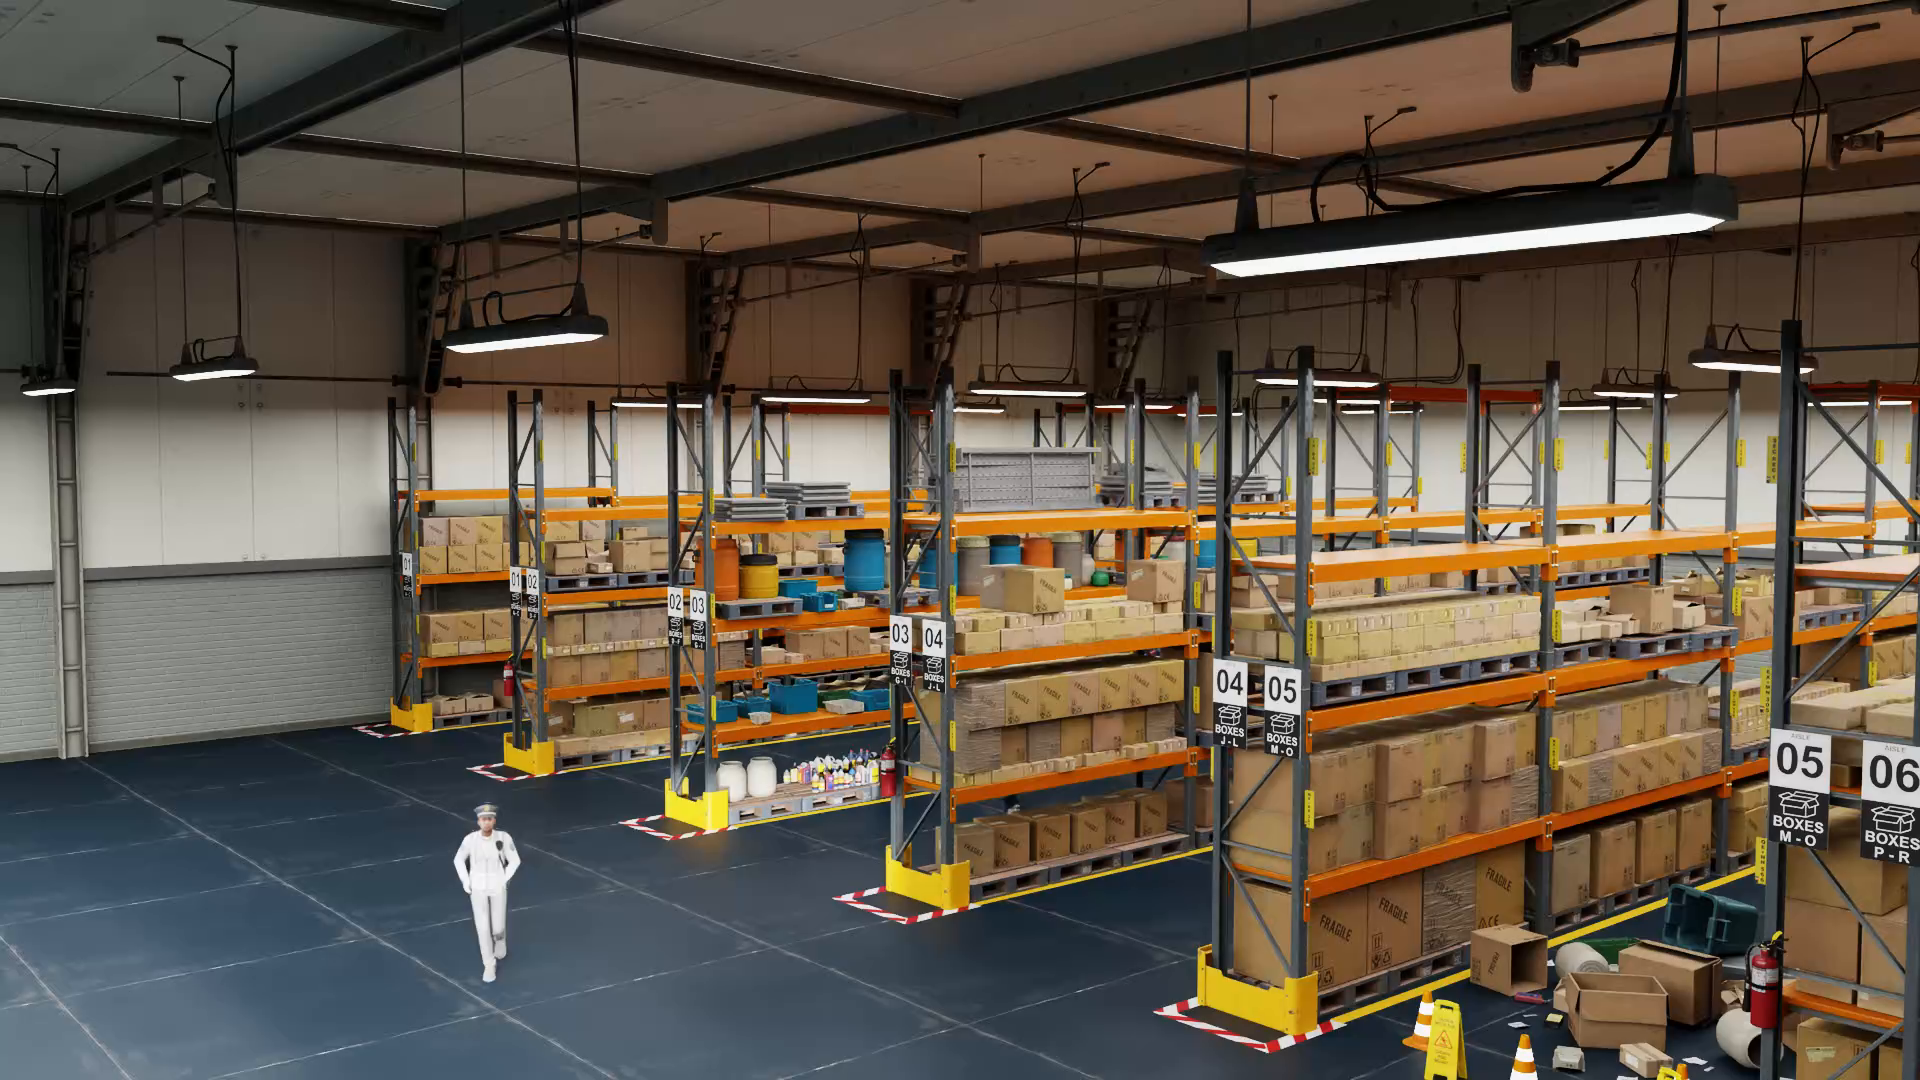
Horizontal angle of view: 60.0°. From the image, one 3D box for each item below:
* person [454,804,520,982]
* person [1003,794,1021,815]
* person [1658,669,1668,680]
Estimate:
[{"bbox_3d":[-4.607,3.387,16.208,0.627,1.680,0.656,-1,3,-13],"label":"person"},{"bbox_3d":[0.618,3.036,22.688,0.644,1.578,0.510,-3,5,-43],"label":"person"},{"bbox_3d":[10.945,2.823,26.069,0.594,1.626,0.582,3,4,37],"label":"person"}]
